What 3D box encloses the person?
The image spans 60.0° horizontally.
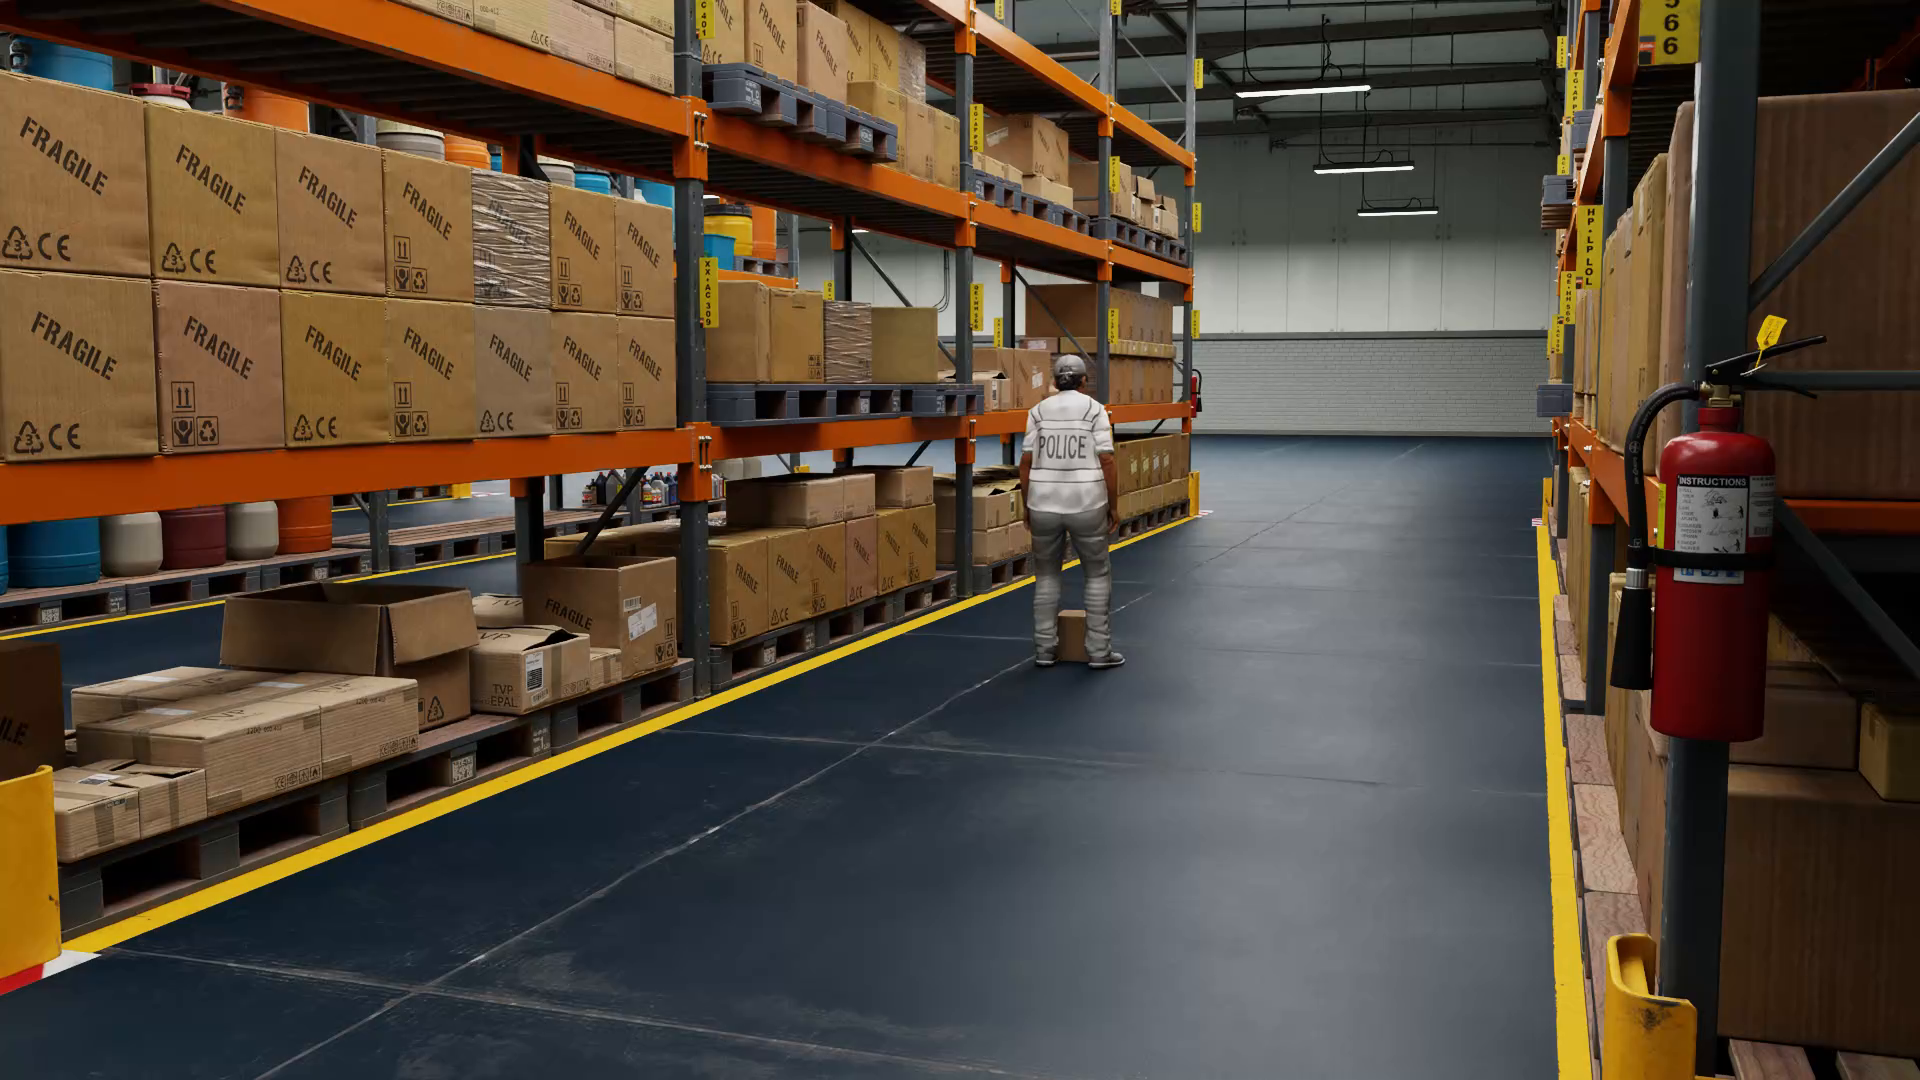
[{"bbox_3d":[0.595,-0.189,8.886,0.522,1.599,0.470,2,6,18],"label":"person"}]
